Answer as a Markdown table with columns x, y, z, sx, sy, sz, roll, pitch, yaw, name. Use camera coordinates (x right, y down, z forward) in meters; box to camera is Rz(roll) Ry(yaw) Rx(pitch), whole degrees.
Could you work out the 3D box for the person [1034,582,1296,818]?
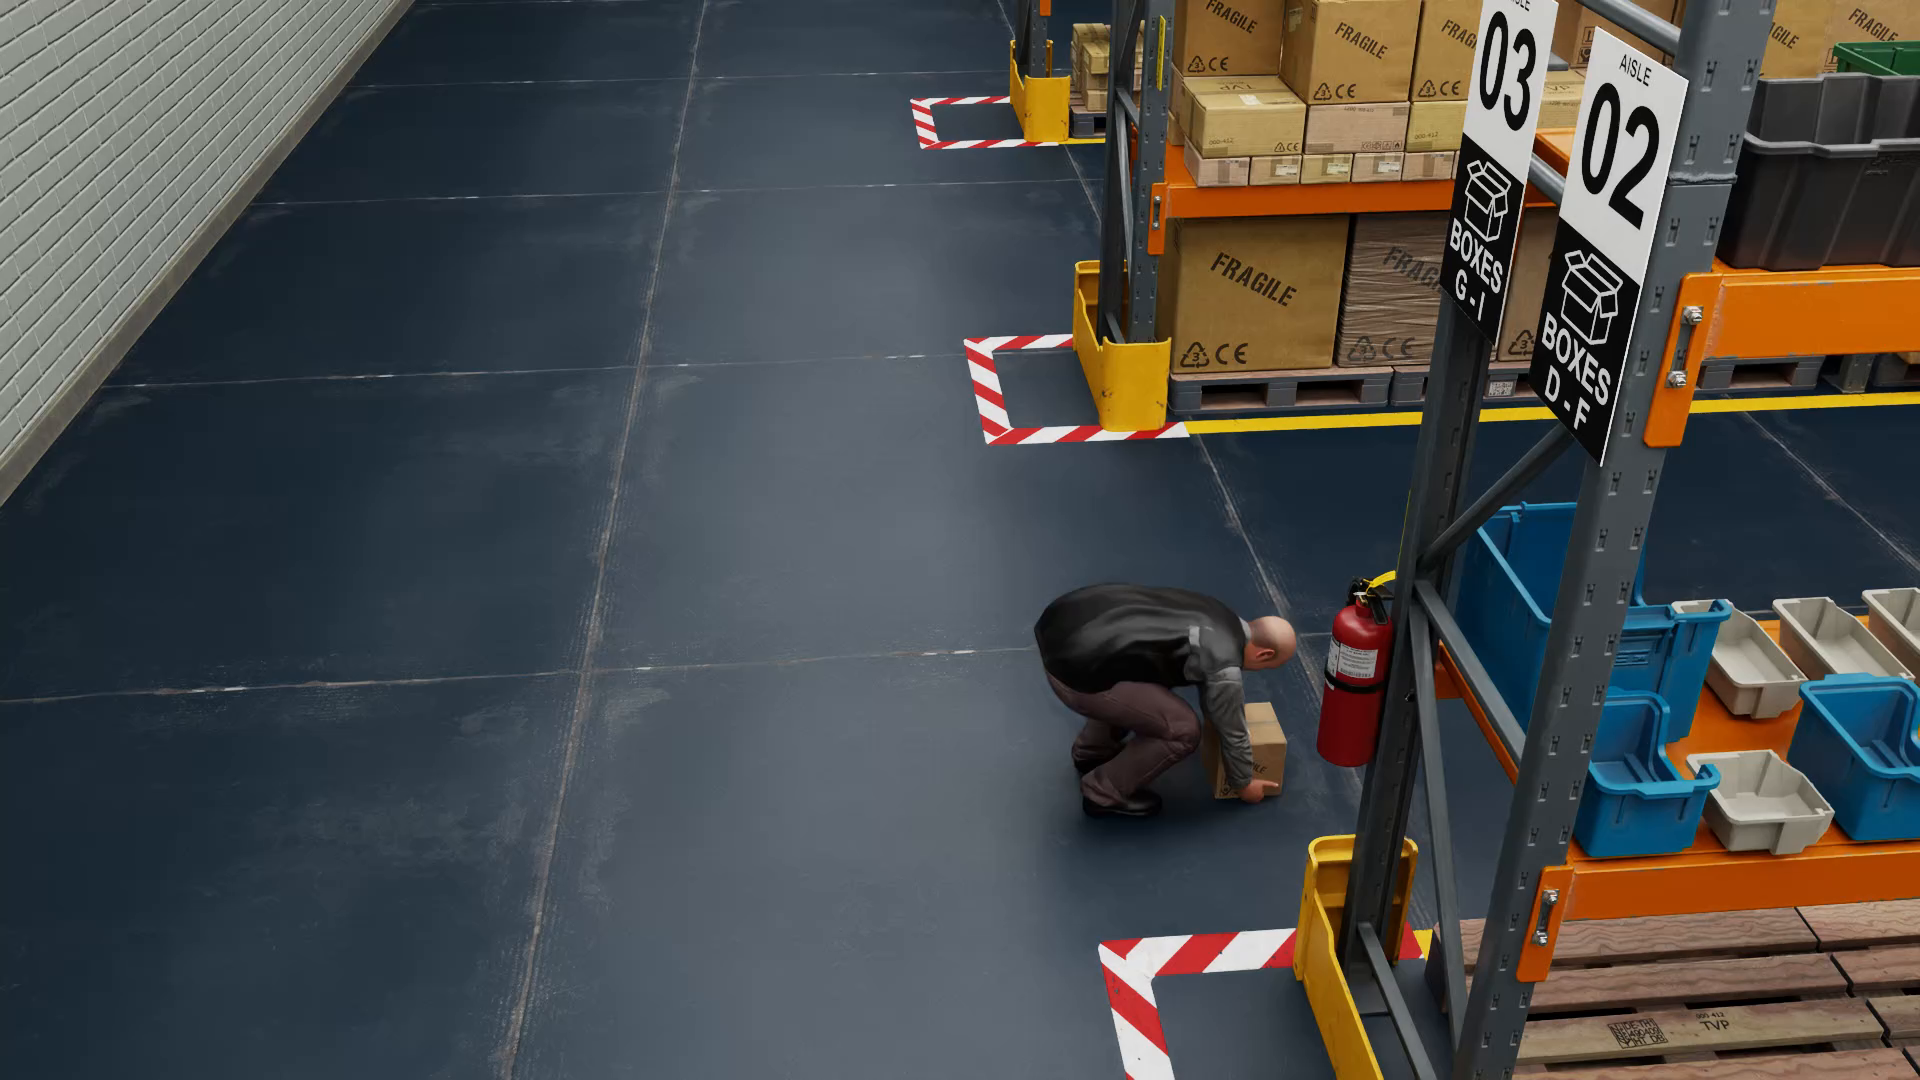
| x | y | z | sx | sy | sz | roll | pitch | yaw | name |
| --- | --- | --- | --- | --- | --- | --- | --- | --- | --- |
| 0.748 | 0.549 | 6.086 | 0.952 | 0.884 | 0.519 | -4 | 31 | -6 | person |
